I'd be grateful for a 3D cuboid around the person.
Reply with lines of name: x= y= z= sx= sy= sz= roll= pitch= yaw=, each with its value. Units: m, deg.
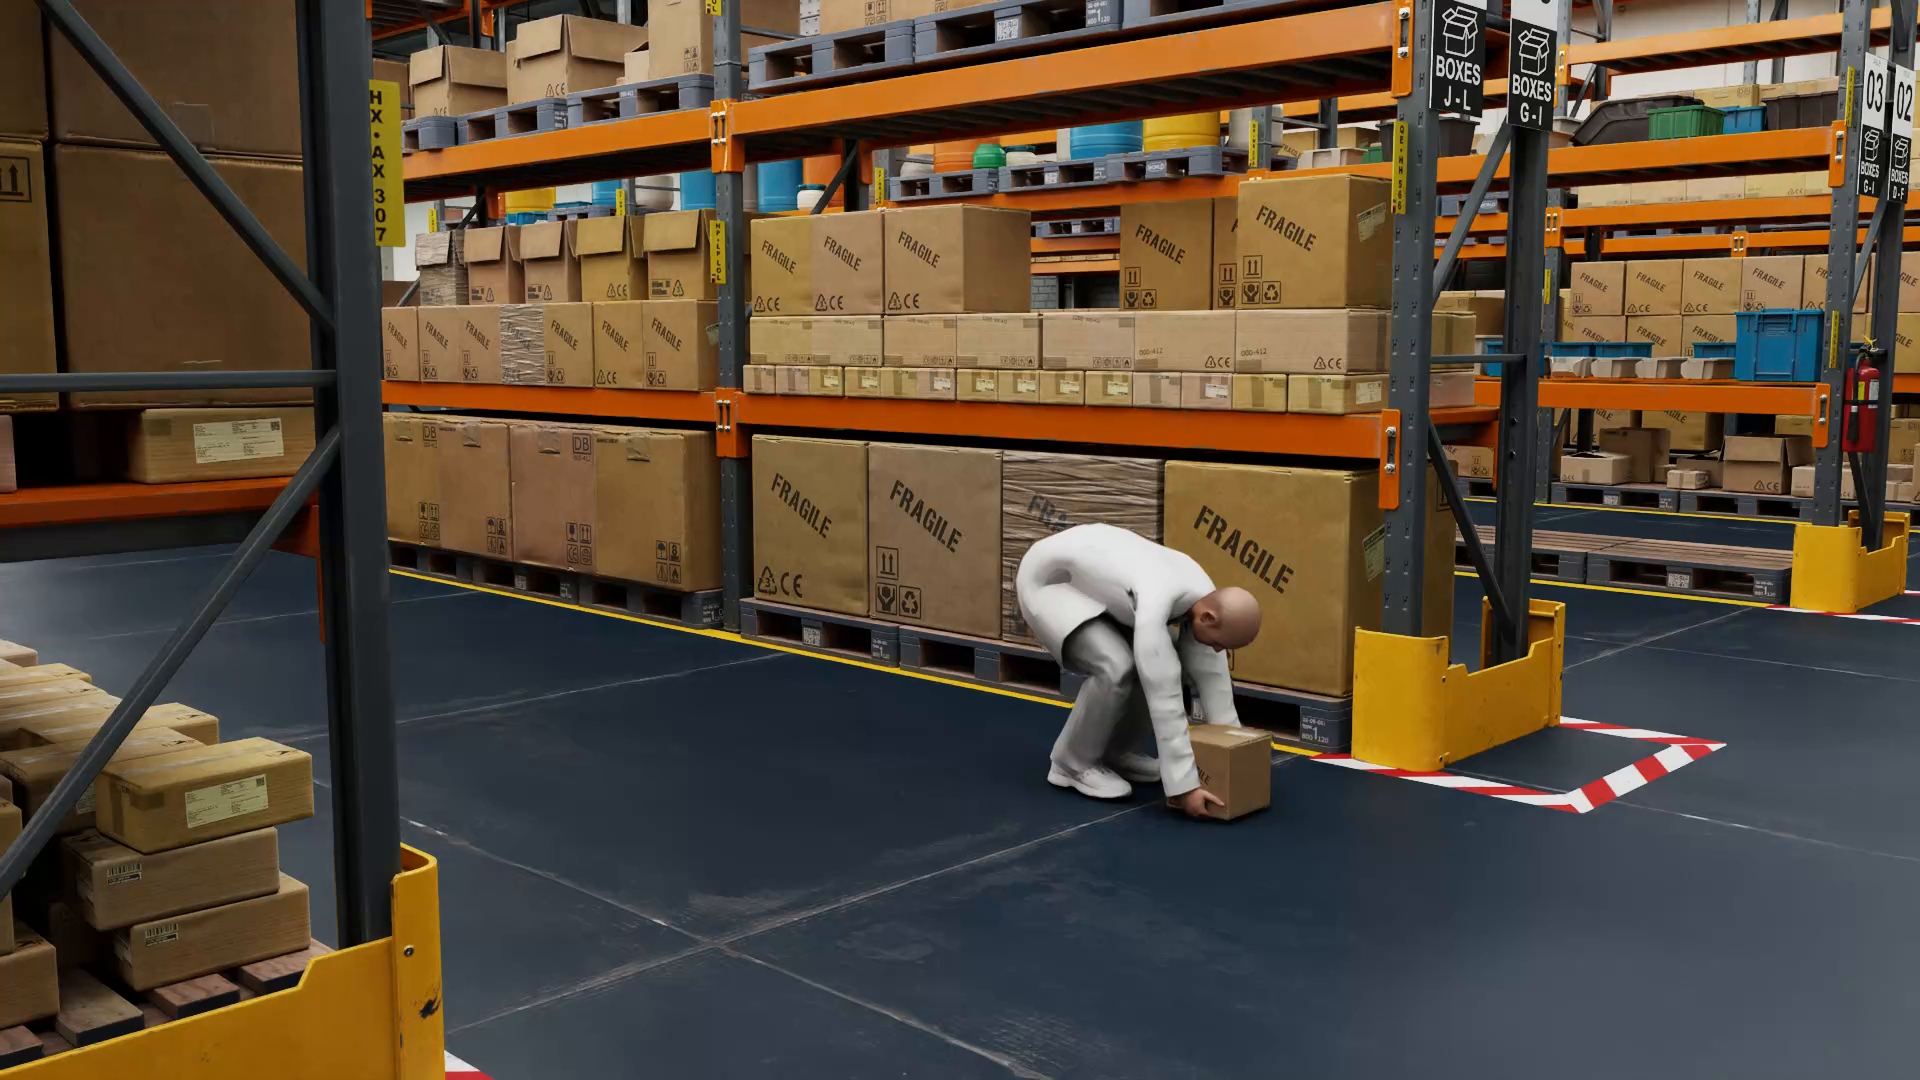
person: x=0.624 y=0.424 z=5.811 sx=0.947 sy=0.943 sz=0.591 roll=6 pitch=9 yaw=40
